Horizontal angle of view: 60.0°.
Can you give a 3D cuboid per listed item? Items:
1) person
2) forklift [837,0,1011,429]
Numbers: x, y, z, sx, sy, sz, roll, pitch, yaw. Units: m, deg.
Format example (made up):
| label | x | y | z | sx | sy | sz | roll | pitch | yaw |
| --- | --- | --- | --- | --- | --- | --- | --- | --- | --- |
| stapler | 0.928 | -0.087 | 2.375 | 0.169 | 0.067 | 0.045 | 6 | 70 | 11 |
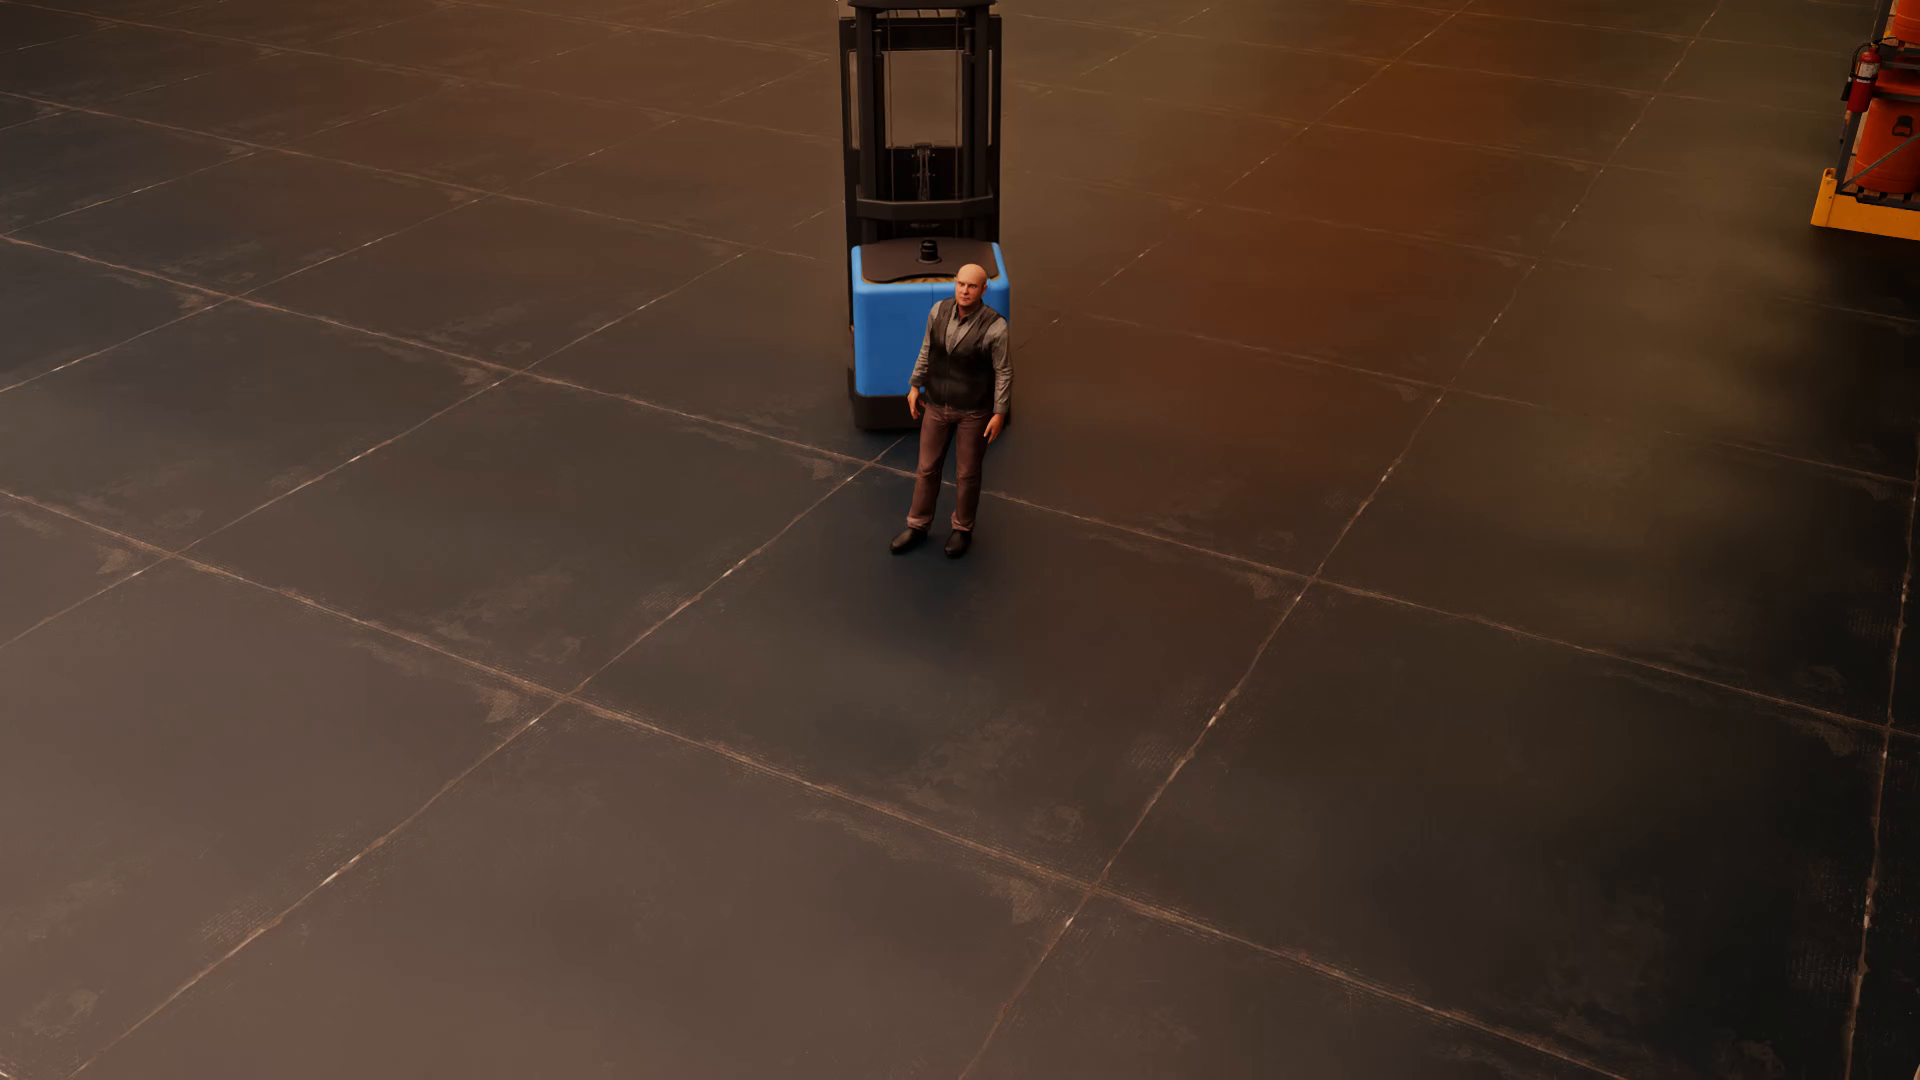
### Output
| label | x | y | z | sx | sy | sz | roll | pitch | yaw |
| --- | --- | --- | --- | --- | --- | --- | --- | --- | --- |
| person | -0.037 | -0.726 | 9.524 | 0.634 | 1.722 | 0.566 | 15 | 33 | 25 |
| forklift | -0.283 | -2.721 | 11.785 | 1.130 | 2.935 | 3.031 | -2 | 30 | -4 |
